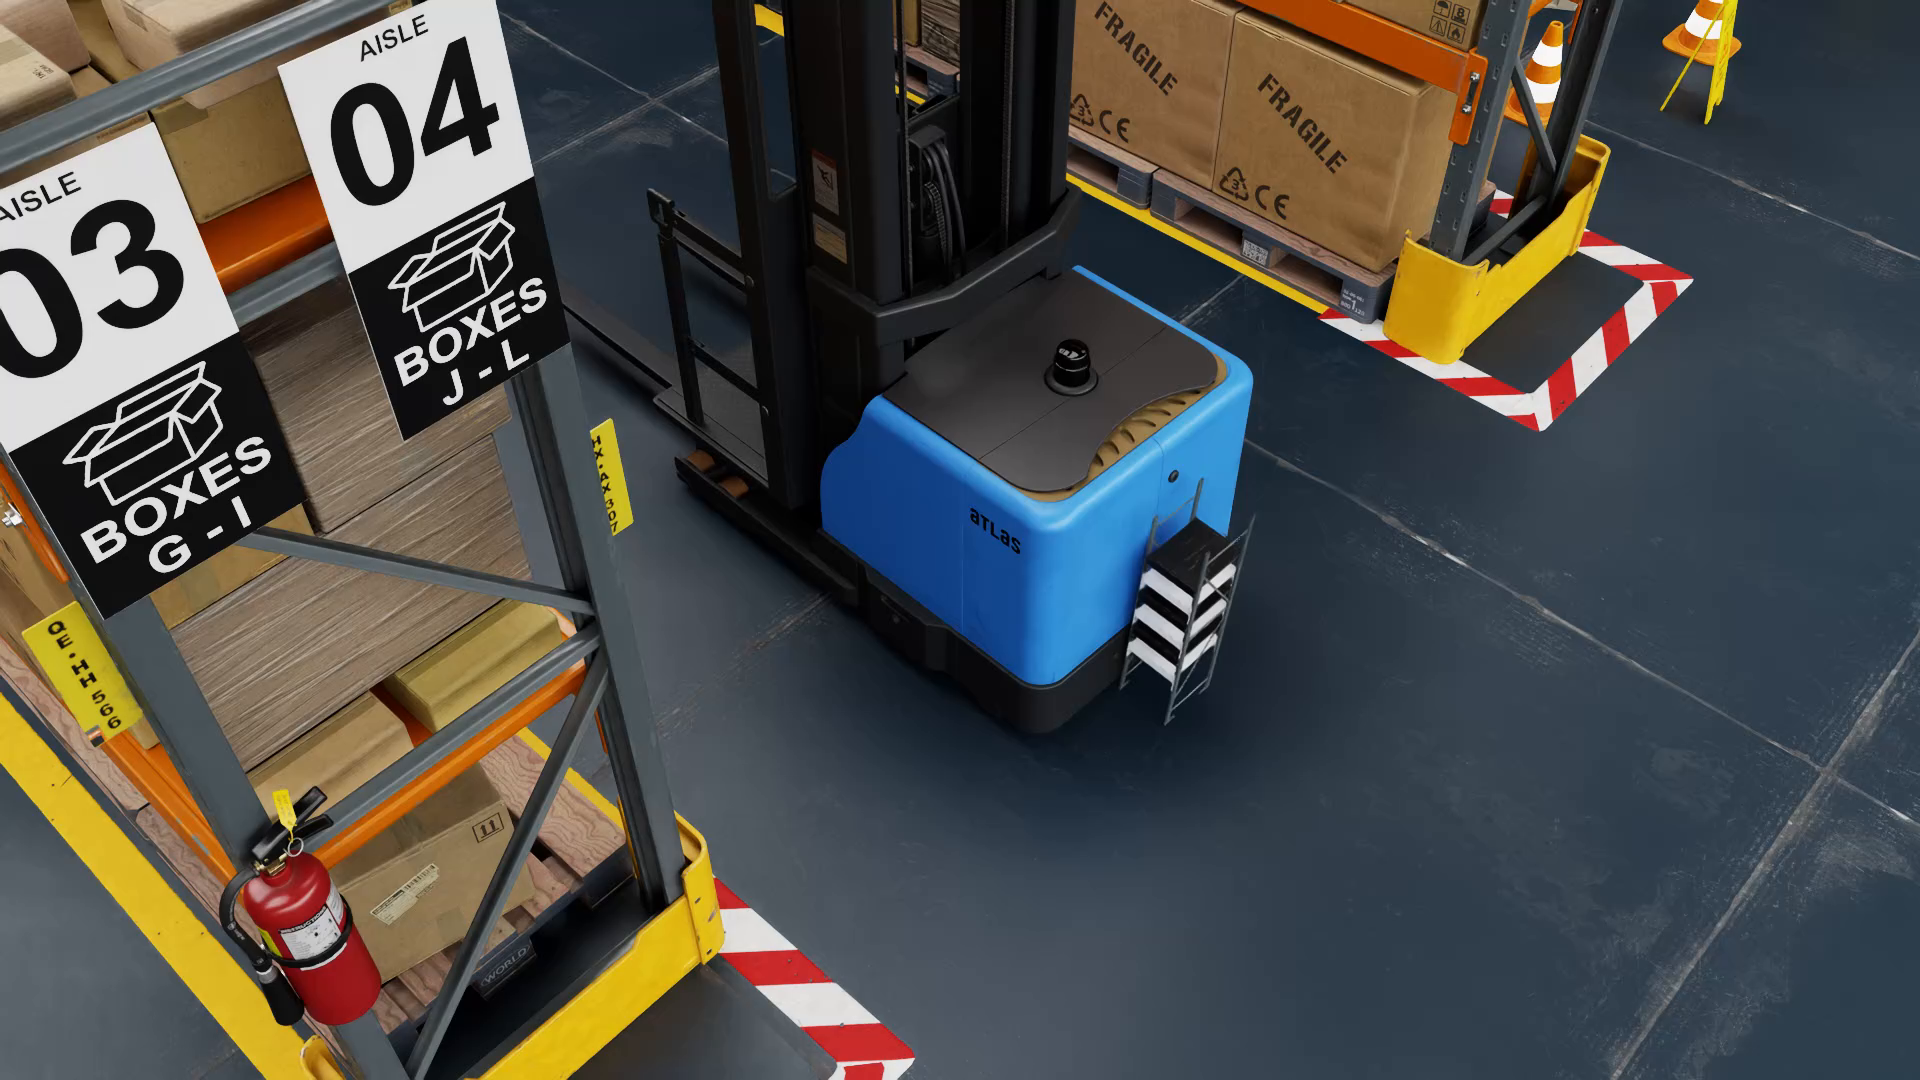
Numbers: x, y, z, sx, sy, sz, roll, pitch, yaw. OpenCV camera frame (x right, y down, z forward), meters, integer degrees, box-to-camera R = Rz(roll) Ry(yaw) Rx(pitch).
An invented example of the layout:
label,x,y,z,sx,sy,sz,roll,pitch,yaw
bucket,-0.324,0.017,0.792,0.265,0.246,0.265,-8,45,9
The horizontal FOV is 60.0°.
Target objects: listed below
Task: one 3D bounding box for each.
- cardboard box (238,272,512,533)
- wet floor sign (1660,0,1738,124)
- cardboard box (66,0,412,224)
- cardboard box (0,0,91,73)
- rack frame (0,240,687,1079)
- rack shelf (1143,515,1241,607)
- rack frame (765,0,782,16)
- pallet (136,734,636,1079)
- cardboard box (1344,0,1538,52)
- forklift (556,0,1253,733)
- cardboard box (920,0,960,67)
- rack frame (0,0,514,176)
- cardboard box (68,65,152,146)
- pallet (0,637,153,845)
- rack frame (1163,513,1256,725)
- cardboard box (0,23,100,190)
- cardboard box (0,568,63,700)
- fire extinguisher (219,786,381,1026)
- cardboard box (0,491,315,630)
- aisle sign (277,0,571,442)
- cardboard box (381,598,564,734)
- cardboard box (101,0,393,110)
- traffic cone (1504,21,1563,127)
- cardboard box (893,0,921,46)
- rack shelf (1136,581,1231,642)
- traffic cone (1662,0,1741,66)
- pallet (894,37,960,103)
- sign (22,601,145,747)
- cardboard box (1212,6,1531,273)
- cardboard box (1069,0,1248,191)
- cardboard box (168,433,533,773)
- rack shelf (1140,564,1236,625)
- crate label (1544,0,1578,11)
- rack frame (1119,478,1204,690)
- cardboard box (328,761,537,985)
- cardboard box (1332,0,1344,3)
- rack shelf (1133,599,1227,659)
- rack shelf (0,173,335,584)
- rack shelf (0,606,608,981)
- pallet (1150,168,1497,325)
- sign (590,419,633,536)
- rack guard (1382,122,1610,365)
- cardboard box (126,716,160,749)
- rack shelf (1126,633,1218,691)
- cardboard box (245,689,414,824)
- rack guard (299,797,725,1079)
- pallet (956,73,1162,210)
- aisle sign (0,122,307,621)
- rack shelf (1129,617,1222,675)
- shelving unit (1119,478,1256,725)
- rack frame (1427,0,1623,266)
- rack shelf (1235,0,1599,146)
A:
label,x,y,z,sx,sy,sz,roll,pitch,yaw
cardboard box,-1.381,-0.437,3.644,0.500,0.500,0.500,34,55,28
wet floor sign,3.641,-2.388,8.050,0.232,0.644,0.267,25,52,22
cardboard box,-1.340,-0.892,3.076,0.500,0.250,0.500,36,56,29
cardboard box,-1.689,-0.814,2.728,0.250,0.149,0.380,32,55,27
rack frame,-1.161,0.460,3.761,0.127,3.000,1.000,34,55,28
rack shelf,0.738,0.064,5.240,0.200,0.077,0.258,38,57,26
rack frame,-0.662,-4.125,8.066,0.127,3.000,1.000,34,55,28
pallet,-1.790,0.956,5.208,1.213,0.211,1.003,34,55,28
cardboard box,1.974,-2.358,6.304,0.550,0.550,0.875,34,55,28
forklift,-0.445,-1.325,5.483,3.031,2.935,1.130,36,56,29
cardboard box,0.417,-2.750,7.943,0.875,0.875,0.875,34,56,28
rack frame,-1.161,-1.594,1.574,0.127,3.000,1.000,34,55,28
cardboard box,-1.688,-0.618,2.818,0.500,0.250,0.500,35,56,28
pallet,-2.682,0.353,5.774,1.213,0.211,1.003,34,55,28
rack frame,0.799,0.275,5.376,0.006,0.900,0.240,38,57,26
cardboard box,-1.577,-0.622,2.549,0.250,0.149,0.380,34,55,28
cardboard box,-1.996,-0.146,4.057,0.500,0.500,0.875,34,55,28
fire extinguisher,-1.390,0.790,3.504,0.183,0.674,0.296,34,55,28
cardboard box,-1.733,-0.158,3.382,0.500,0.500,0.500,34,55,28
aisle sign,-0.912,-0.560,2.935,0.004,0.787,0.394,34,55,28
cardboard box,-1.209,0.277,4.105,0.250,0.149,0.380,34,55,28
cardboard box,-1.207,-0.912,2.821,0.250,0.149,0.380,34,55,27
traffic cone,2.850,-2.302,8.094,0.334,0.463,0.336,34,55,28
cardboard box,-0.248,-3.193,8.360,0.875,0.875,0.875,35,56,28
rack shelf,0.729,0.181,5.377,0.200,0.077,0.258,38,57,26
traffic cone,3.866,-2.740,8.505,0.334,0.463,0.336,34,55,28
pallet,-0.157,-2.753,8.690,1.213,0.211,1.003,34,55,28
sign,-1.552,0.243,2.954,0.005,0.325,0.100,34,55,28
cardboard box,1.734,-1.864,7.112,0.875,0.875,0.875,34,56,28
cardboard box,1.086,-2.298,7.519,0.875,0.875,0.875,33,55,27
cardboard box,-1.547,0.037,3.885,0.500,0.500,0.875,34,55,28
rack shelf,0.733,0.123,5.308,0.200,0.077,0.258,38,57,26
crate label,3.246,-2.984,8.958,0.298,0.136,0.250,9,48,9
rack frame,0.654,0.162,5.464,0.006,0.900,0.240,38,57,26
cardboard box,-1.609,0.854,4.817,0.500,0.500,0.500,-28,53,-24
cardboard box,1.555,-2.618,6.548,0.550,0.550,0.875,34,55,28
rack shelf,0.725,0.240,5.445,0.200,0.077,0.258,38,57,26
rack shelf,-2.631,-1.310,3.858,4.000,0.370,1.077,34,55,28
rack shelf,-2.631,-0.283,4.952,4.000,0.370,1.077,34,55,28
pallet,1.636,-1.546,7.557,1.213,0.211,1.003,34,55,28
sign,-0.793,-0.127,3.718,0.005,0.325,0.100,34,55,28
rack guard,2.295,-1.280,7.109,0.348,0.500,1.175,34,55,28
cardboard box,-1.913,0.295,4.087,0.250,0.149,0.380,34,55,28
rack shelf,0.717,0.357,5.581,0.200,0.077,0.258,38,57,26
cardboard box,-1.511,0.515,3.881,0.250,0.149,0.380,34,55,28
rack guard,-1.217,1.278,4.707,0.348,0.500,1.175,34,55,28
pallet,0.744,-2.150,8.124,1.213,0.211,1.003,34,55,28
aisle sign,-1.319,-0.239,2.633,0.004,0.787,0.394,34,55,28
rack shelf,0.721,0.299,5.513,0.200,0.077,0.258,38,57,26
shelving unit,0.727,0.218,5.420,0.210,0.900,0.258,38,57,26
rack frame,2.277,-2.147,6.209,0.127,3.000,1.000,34,55,28
rack shelf,0.807,-2.890,7.400,4.000,0.370,1.077,34,55,28
